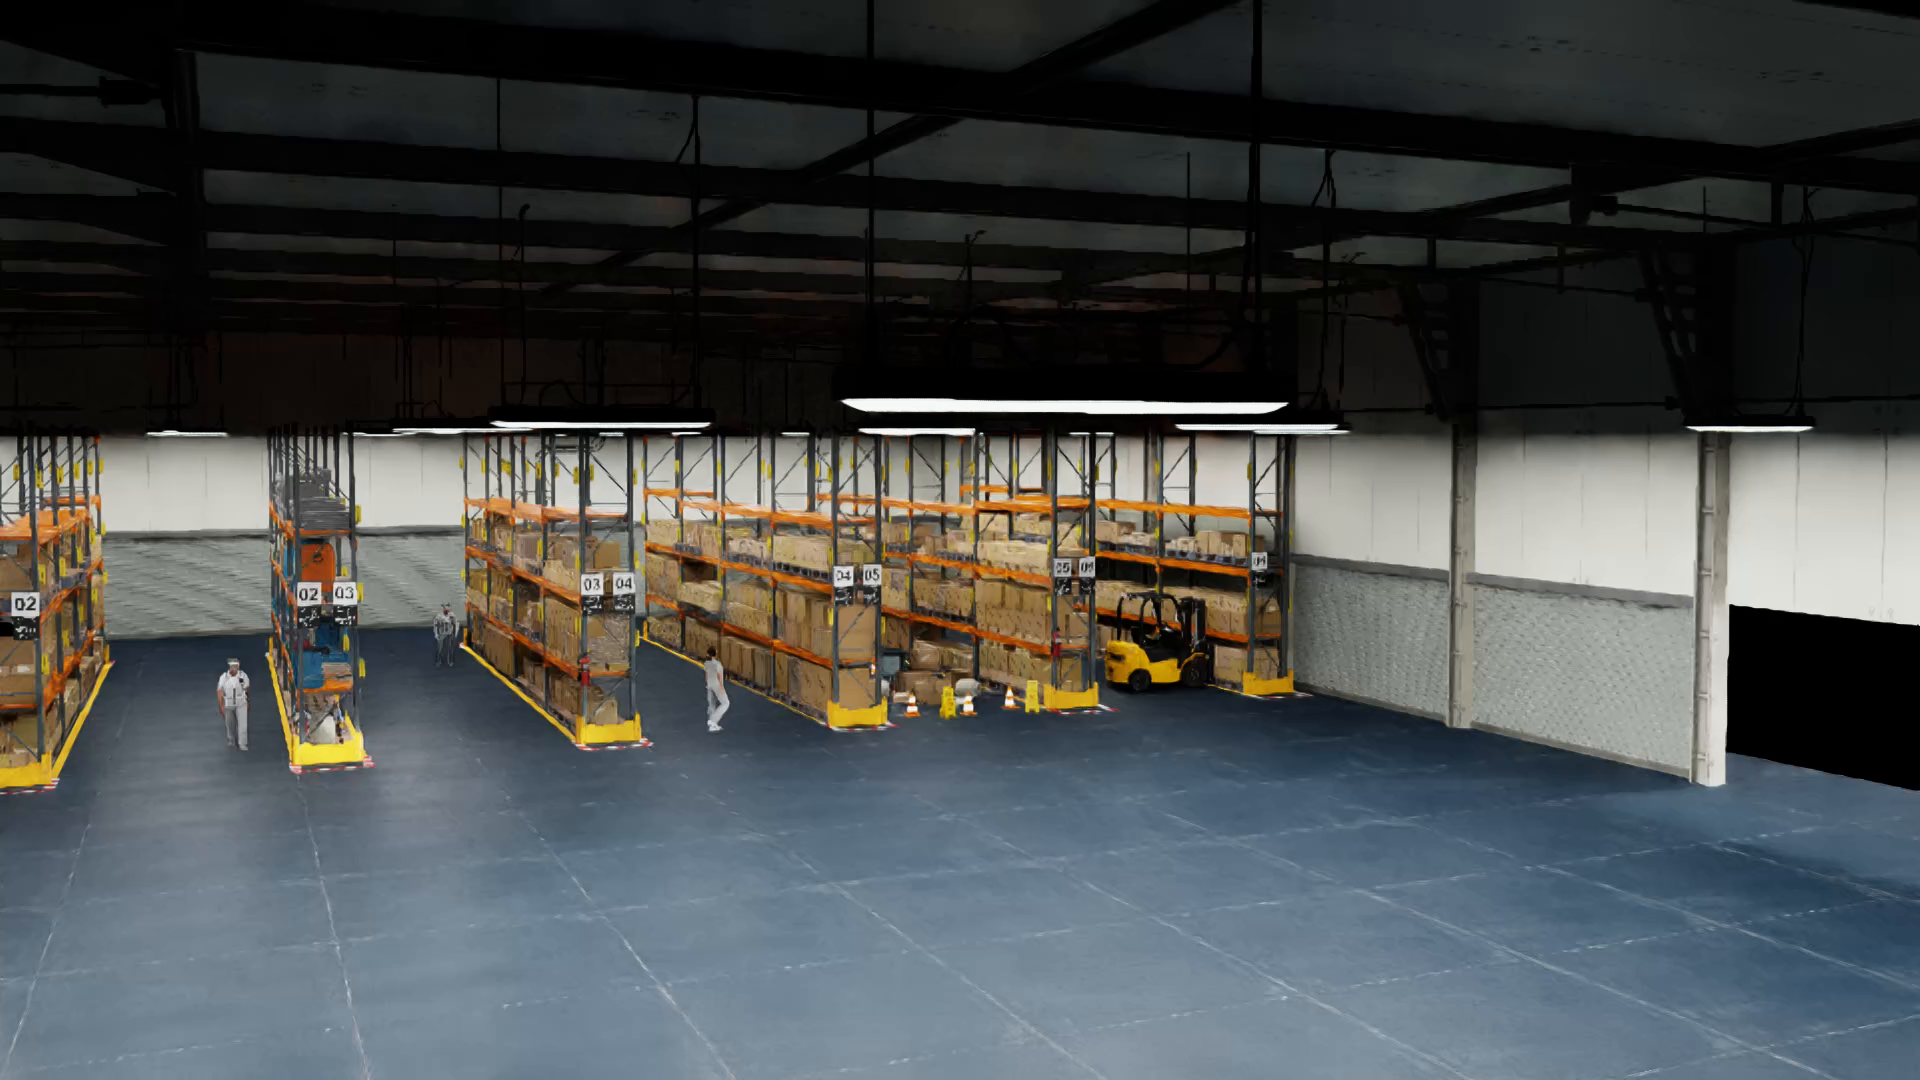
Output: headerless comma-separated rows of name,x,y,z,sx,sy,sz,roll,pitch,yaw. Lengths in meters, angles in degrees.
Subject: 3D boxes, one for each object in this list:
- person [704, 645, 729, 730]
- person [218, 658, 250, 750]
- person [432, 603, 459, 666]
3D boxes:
person,-4.803,2.899,32.517,0.503,1.670,0.432,3,4,37
person,-13.358,2.998,30.590,0.542,1.675,1.109,-1,4,-21
person,-12.908,2.366,41.744,0.639,1.632,0.512,-1,4,-23
